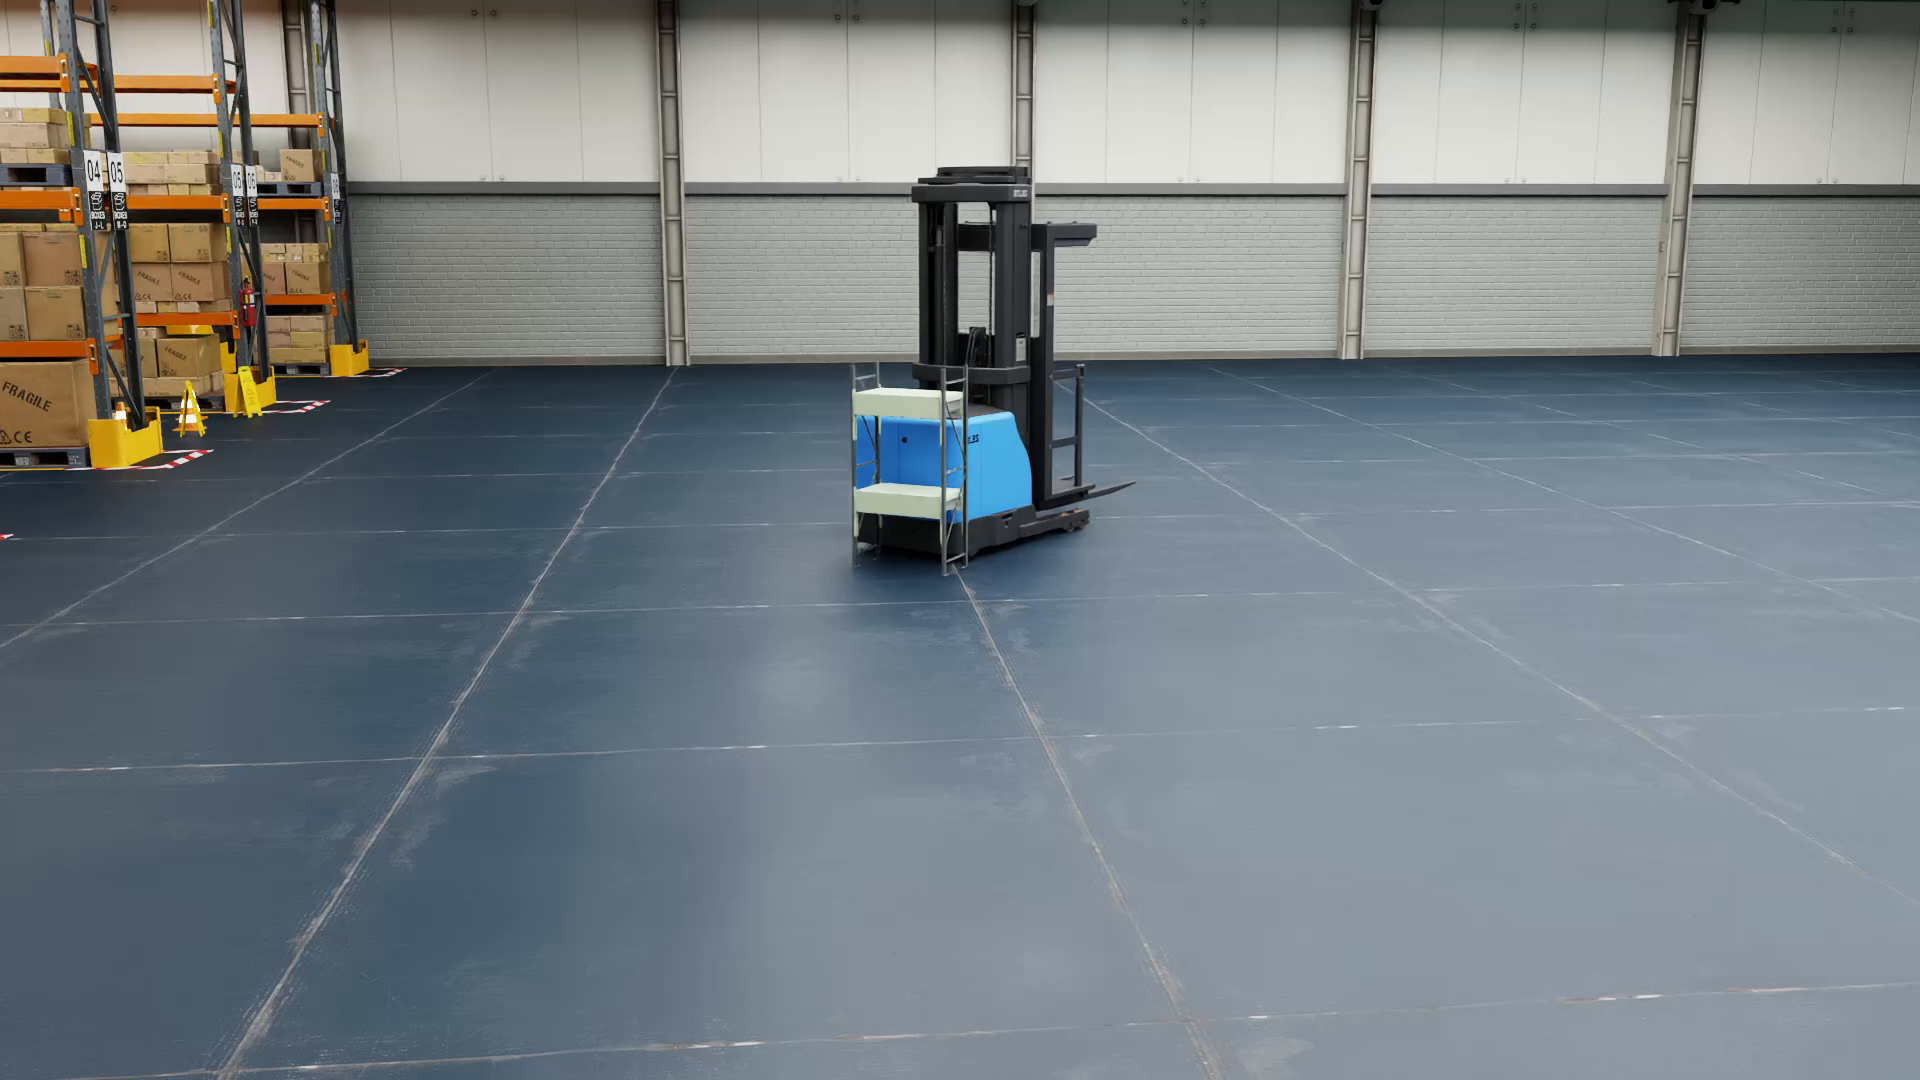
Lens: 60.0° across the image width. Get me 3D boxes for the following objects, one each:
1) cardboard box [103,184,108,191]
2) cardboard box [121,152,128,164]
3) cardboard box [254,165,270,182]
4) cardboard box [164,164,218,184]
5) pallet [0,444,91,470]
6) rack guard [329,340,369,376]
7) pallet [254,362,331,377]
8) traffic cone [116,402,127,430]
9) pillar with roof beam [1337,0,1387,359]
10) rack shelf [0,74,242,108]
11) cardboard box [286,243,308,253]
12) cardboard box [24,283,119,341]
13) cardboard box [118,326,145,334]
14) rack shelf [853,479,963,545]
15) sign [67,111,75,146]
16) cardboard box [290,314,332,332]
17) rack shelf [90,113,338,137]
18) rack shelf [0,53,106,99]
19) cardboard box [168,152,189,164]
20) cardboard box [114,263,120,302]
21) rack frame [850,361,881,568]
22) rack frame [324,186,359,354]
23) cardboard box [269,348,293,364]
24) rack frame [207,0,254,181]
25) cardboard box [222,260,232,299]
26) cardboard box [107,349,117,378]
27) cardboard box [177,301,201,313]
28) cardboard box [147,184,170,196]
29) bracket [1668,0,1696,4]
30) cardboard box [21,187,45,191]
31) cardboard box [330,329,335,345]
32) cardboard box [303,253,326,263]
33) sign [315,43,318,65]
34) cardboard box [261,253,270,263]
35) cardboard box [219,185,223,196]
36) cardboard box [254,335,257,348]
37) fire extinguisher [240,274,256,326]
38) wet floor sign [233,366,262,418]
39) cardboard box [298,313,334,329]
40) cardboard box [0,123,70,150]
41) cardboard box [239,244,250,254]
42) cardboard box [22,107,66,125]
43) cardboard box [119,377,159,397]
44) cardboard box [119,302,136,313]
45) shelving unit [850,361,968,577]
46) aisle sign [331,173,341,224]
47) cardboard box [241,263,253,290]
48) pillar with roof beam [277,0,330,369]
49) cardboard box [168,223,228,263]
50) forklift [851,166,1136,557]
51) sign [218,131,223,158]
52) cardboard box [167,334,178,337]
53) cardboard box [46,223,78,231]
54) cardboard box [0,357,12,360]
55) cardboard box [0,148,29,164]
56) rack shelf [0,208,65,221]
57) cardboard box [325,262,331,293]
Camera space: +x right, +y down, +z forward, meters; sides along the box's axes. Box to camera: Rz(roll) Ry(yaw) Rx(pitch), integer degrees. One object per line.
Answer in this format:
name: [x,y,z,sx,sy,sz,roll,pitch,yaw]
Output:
cardboard box: [-11.116,-4.539,21.554,0.250,0.149,0.380,-2,11,-8]
cardboard box: [-10.833,-4.943,21.542,0.250,0.149,0.380,-1,11,-6]
cardboard box: [-11.098,-5.804,26.342,0.258,0.266,0.396,-1,11,-6]
cardboard box: [-9.995,-4.754,21.617,0.500,0.250,0.500,-1,11,-7]
pallet: [-9.666,-0.925,17.528,1.213,0.211,1.003,-1,11,-6]
rack guard: [-10.031,-2.998,27.323,0.348,0.500,1.175,-1,11,-6]
pallet: [-10.810,-2.832,27.226,1.213,0.211,1.003,-1,11,-6]
traffic cone: [-9.561,-1.342,18.994,0.334,0.463,0.336,-1,11,-6]
pillar with roof beam: [7.515,-6.876,25.014,0.548,9.000,9.100,-1,11,-6]
rack shelf: [-11.503,-5.820,21.517,4.000,0.370,1.077,-1,11,-6]
cardboard box: [-10.630,-4.679,26.678,0.250,0.149,0.380,-1,11,-6]
cardboard box: [-9.244,-2.382,17.322,0.550,0.550,0.875,-1,11,-6]
cardboard box: [-10.891,-2.724,21.860,0.250,0.149,0.380,-1,11,-5]
rack shelf: [-0.368,-0.213,12.251,0.720,0.370,0.431,5,12,25]
sign: [-8.835,-4.088,16.522,0.005,0.325,0.100,-1,11,-6]
cardboard box: [-10.479,-3.502,26.855,0.500,0.250,0.500,-1,11,-4]
rack shelf: [-12.043,-6.577,26.397,4.000,0.370,1.077,-1,11,-6]
rack shelf: [-10.868,-4.678,16.737,4.000,0.370,1.077,-1,11,-6]
cardboard box: [-10.080,-4.951,21.582,0.250,0.149,0.380,-1,11,-5]
cardboard box: [-11.021,-3.384,21.775,0.500,0.500,0.500,-1,11,-6]
rack frame: [-0.698,-0.563,12.344,0.023,1.500,0.400,5,12,25]
rack frame: [-10.055,-4.224,27.079,0.127,3.000,1.000,-1,11,-6]
cardboard box: [-10.983,-3.002,26.903,0.500,0.250,0.500,-1,11,-6]
rack frame: [-9.515,-6.216,21.659,0.127,3.000,1.000,-1,11,-6]
cardboard box: [-10.016,-3.511,22.420,0.500,0.500,0.500,-1,11,-7]
cardboard box: [-11.304,-2.410,21.946,0.500,0.500,0.500,-1,11,-7]
cardboard box: [-10.104,-3.074,21.879,0.250,0.149,0.380,-1,11,-7]
cardboard box: [-10.351,-4.549,21.609,0.250,0.149,0.380,-1,11,-4]
bracket: [12.641,-9.516,29.112,0.430,0.232,0.235,-1,11,-6]
cardboard box: [-11.864,-4.507,21.394,0.250,0.149,0.380,-1,11,-7]
cardboard box: [-10.545,-3.356,27.409,0.500,0.250,0.500,-1,11,-5]
cardboard box: [-10.369,-4.531,26.697,0.250,0.149,0.380,-1,11,-5]
sign: [-10.010,-7.561,25.872,0.005,0.325,0.100,-1,11,-6]
cardboard box: [-11.132,-4.523,26.658,0.250,0.149,0.380,-1,11,-6]
cardboard box: [-9.880,-4.676,22.254,0.250,0.149,0.380,-1,11,-6]
cardboard box: [-11.516,-3.233,26.782,0.500,0.250,0.500,-1,11,-7]
fire extinguisher: [-9.351,-3.149,21.808,0.183,0.674,0.296,-1,11,-6]
wet floor sign: [-9.211,-1.916,21.441,0.232,0.644,0.267,3,11,14]
cardboard box: [-10.553,-3.598,27.341,0.500,0.250,0.500,-1,11,-7]
cardboard box: [-9.336,-4.061,16.742,0.500,0.250,0.500,-1,11,-5]
cardboard box: [-11.390,-4.650,26.535,0.250,0.149,0.380,-1,11,-5]
cardboard box: [-9.178,-4.248,16.661,0.250,0.149,0.380,-1,11,-6]
cardboard box: [-10.805,-2.052,22.067,0.500,0.250,0.500,-1,11,-6]
cardboard box: [-10.883,-3.083,21.926,0.250,0.149,0.380,-1,11,-5]
shelving unit: [-0.368,-0.532,12.188,0.755,1.500,0.431,5,12,25]
aisle sign: [-9.958,-5.445,26.549,0.004,0.787,0.394,-1,11,-6]
cardboard box: [-11.542,-4.193,26.661,0.500,0.500,0.500,-1,11,-7]
pillar with roof beam: [-10.379,-6.501,23.107,0.400,9.000,9.100,-1,11,-6]
cardboard box: [-9.999,-3.906,21.836,0.500,0.500,0.700,-1,11,-7]
forklift: [0.421,-1.545,13.628,1.130,2.935,3.031,8,14,35]
sign: [-9.475,-5.072,21.320,0.005,0.325,0.100,-1,11,-6]
cardboard box: [-10.890,-2.521,22.512,0.500,0.500,0.500,-2,11,-8]
cardboard box: [-11.510,-3.882,21.718,0.500,0.500,0.700,-1,11,-6]
cardboard box: [-10.421,-1.443,17.353,0.875,0.875,0.875,-1,11,-7]
cardboard box: [-9.424,-3.852,16.713,0.250,0.149,0.380,-1,11,-6]
rack shelf: [-16.020,-5.218,26.224,4.000,0.370,1.077,-1,11,-6]
cardboard box: [-10.577,-4.316,27.288,0.500,0.500,0.500,-1,11,-4]
